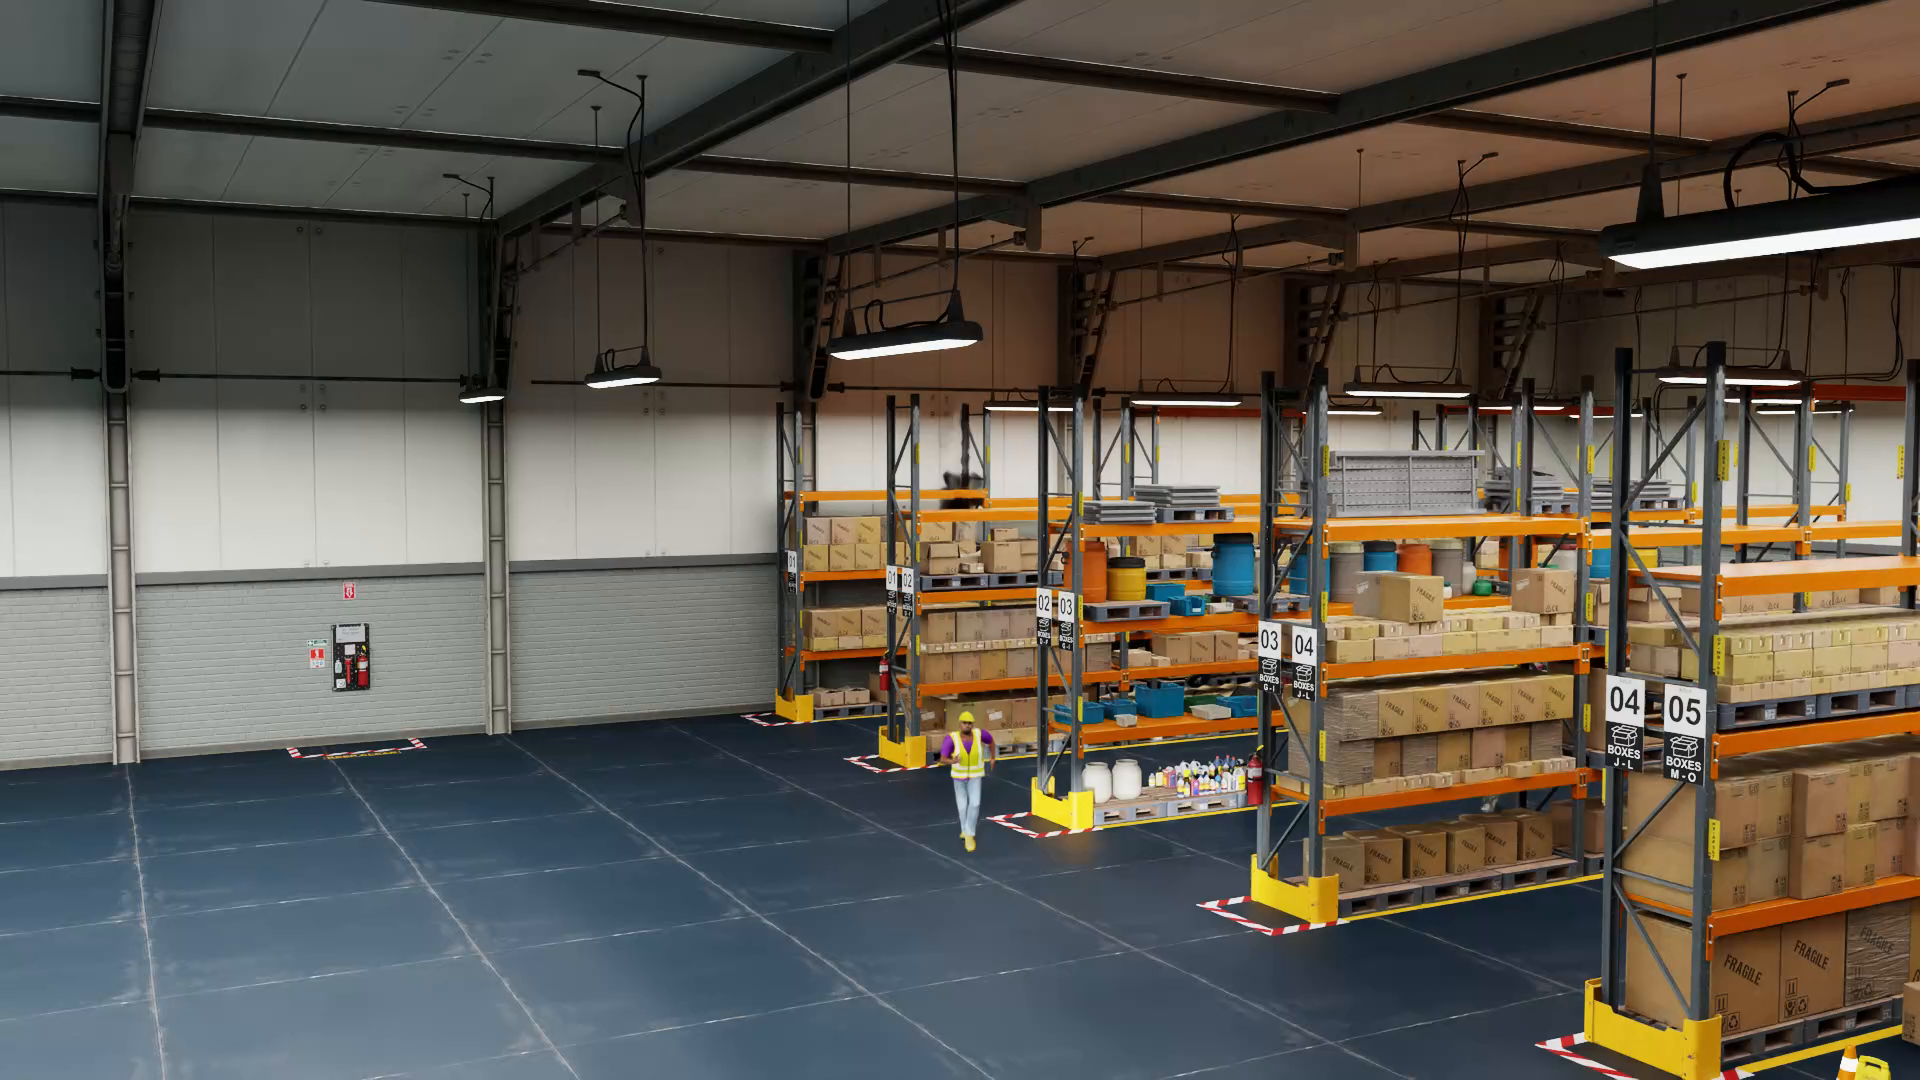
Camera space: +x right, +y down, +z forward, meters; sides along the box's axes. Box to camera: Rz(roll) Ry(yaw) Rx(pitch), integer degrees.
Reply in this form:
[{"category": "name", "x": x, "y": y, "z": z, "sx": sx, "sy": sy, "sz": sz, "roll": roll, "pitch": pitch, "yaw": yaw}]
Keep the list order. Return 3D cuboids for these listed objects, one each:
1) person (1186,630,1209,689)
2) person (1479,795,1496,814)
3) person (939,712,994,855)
[{"category": "person", "x": 4.664, "y": 2.470, "z": 32.178, "sx": 0.623, "sy": 1.441, "sz": 0.532, "roll": -2, "pitch": 4, "yaw": -27}, {"category": "person", "x": 7.280, "y": 3.114, "z": 23.217, "sx": 0.674, "sy": 1.542, "sz": 0.562, "roll": -2, "pitch": 4, "yaw": -32}, {"category": "person", "x": 0.090, "y": 3.084, "z": 21.382, "sx": 0.728, "sy": 1.807, "sz": 0.854, "roll": 0, "pitch": 3, "yaw": -3}]
